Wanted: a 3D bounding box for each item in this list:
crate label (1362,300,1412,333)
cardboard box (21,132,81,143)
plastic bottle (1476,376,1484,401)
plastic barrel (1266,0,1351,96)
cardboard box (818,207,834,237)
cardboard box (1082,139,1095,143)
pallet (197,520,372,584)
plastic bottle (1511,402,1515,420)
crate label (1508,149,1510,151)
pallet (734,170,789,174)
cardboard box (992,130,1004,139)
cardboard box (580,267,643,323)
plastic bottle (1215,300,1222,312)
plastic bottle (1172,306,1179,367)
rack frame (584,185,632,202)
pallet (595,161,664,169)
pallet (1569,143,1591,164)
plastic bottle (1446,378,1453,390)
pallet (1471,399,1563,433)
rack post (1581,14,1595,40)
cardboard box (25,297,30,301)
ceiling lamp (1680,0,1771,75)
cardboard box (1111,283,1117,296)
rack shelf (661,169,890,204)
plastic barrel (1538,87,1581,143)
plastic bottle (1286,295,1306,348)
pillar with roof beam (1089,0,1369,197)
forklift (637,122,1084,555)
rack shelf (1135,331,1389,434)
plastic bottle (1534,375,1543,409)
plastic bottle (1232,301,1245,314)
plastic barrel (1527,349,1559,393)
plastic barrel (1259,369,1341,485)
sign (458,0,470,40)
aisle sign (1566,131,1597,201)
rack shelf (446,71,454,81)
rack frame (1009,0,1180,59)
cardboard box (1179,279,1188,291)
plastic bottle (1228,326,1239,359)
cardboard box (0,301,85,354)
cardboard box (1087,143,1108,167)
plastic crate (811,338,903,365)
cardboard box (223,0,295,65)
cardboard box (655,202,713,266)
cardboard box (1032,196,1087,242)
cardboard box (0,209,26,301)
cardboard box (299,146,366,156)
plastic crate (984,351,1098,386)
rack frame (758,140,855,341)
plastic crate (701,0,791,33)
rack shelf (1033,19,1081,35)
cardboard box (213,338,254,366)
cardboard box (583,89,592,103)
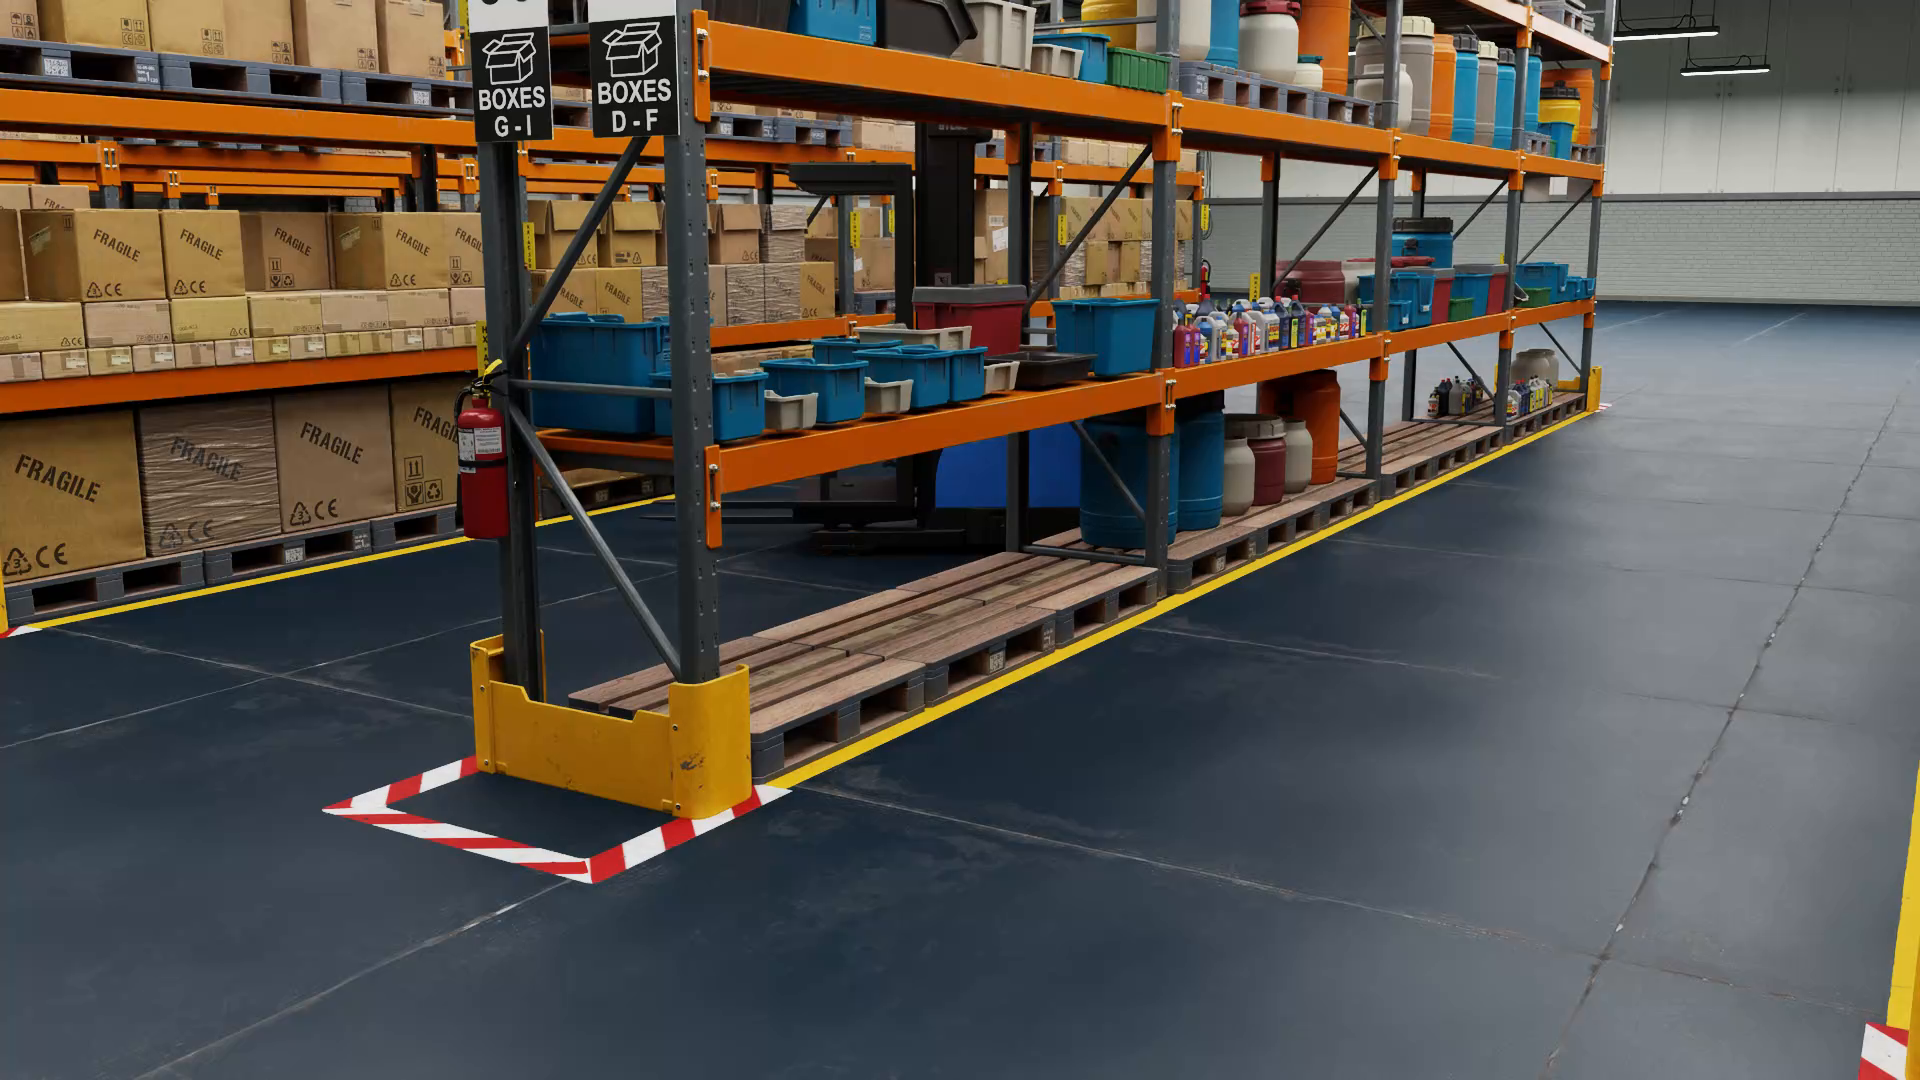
[{"bbox_3d":[3.349,-1.756,13.054,0.303,0.233,0.416,6,12,31],"label":"crate label"},{"bbox_3d":[-7.710,-3.440,13.847,0.500,0.250,0.500,7,13,32],"label":"cardboard box"},{"bbox_3d":[5.756,-1.686,18.443,0.097,0.271,0.097,0,11,0],"label":"plastic bottle"},{"bbox_3d":[2.513,-3.611,12.047,0.600,0.830,0.708,6,12,31],"label":"plastic barrel"},{"bbox_3d":[-2.295,-4.409,23.425,0.875,0.550,0.550,6,12,31],"label":"cardboard box"},{"bbox_3d":[1.326,-4.618,19.057,0.380,0.149,0.250,6,12,31],"label":"cardboard box"},{"bbox_3d":[-4.594,0.023,10.672,1.003,0.211,1.213,6,12,31],"label":"pallet"},{"bbox_3d":[5.480,-1.302,16.583,0.097,0.201,0.097,0,11,0],"label":"plastic bottle"},{"bbox_3d":[5.710,-4.205,17.931,0.502,0.251,0.408,6,12,31],"label":"crate label"},{"bbox_3d":[-2.465,-5.150,22.815,1.003,0.211,1.213,6,12,31],"label":"pallet"},{"bbox_3d":[0.251,-4.368,17.621,0.396,0.266,0.258,7,13,33],"label":"cardboard box"},{"bbox_3d":[-2.787,-1.829,12.716,0.500,0.500,0.500,6,12,31],"label":"cardboard box"},{"bbox_3d":[1.841,-1.588,12.017,0.061,0.283,0.133,6,12,31],"label":"plastic bottle"},{"bbox_3d":[1.214,-1.186,9.685,0.144,0.351,0.185,6,12,31],"label":"plastic bottle"},{"bbox_3d":[-5.739,-4.486,27.182,1.000,3.000,0.127,6,12,31],"label":"rack frame"},{"bbox_3d":[-3.967,-4.632,20.326,0.805,0.209,1.217,6,12,28],"label":"pallet"},{"bbox_3d":[6.451,-4.327,18.693,1.003,0.211,1.213,6,12,31],"label":"pallet"},{"bbox_3d":[5.075,-1.511,17.289,0.144,0.351,0.185,6,12,28],"label":"plastic bottle"},{"bbox_3d":[5.904,-1.361,18.065,1.003,0.211,1.213,6,12,31],"label":"pallet"},{"bbox_3d":[6.462,-5.663,18.521,0.937,0.300,0.954,8,13,37],"label":"rack post"},{"bbox_3d":[-5.288,-1.277,9.638,0.500,0.250,0.500,6,12,30],"label":"cardboard box"},{"bbox_3d":[18.863,-13.031,40.656,2.000,3.185,0.800,6,12,31],"label":"ceiling lamp"},{"bbox_3d":[1.650,-2.991,19.877,0.380,0.149,0.250,6,12,31],"label":"cardboard box"},{"bbox_3d":[-2.494,-4.836,22.850,1.077,0.370,4.000,6,12,31],"label":"rack shelf"},{"bbox_3d":[6.480,-4.648,18.242,0.600,0.588,0.600,0,11,0],"label":"plastic barrel"},{"bbox_3d":[2.253,-1.479,11.251,0.144,0.351,0.185,6,12,31],"label":"plastic bottle"},{"bbox_3d":[8.139,-12.192,52.040,9.100,9.000,0.548,6,12,31],"label":"pillar with roof beam"},{"bbox_3d":[-0.623,-1.438,11.086,3.031,2.935,1.130,0,11,-1],"label":"forklift"},{"bbox_3d":[1.772,-1.140,11.262,1.077,0.370,4.000,6,12,31],"label":"rack shelf"},{"bbox_3d":[6.076,-1.565,17.578,0.144,0.351,0.185,7,13,33],"label":"plastic bottle"},{"bbox_3d":[2.038,-1.614,12.186,0.097,0.271,0.097,0,11,0],"label":"plastic bottle"},{"bbox_3d":[6.687,-1.939,19.195,0.421,0.512,0.421,0,11,0],"label":"plastic barrel"},{"bbox_3d":[2.571,-0.869,12.618,0.600,0.830,0.708,6,12,31],"label":"plastic barrel"},{"bbox_3d":[-1.822,-2.023,6.156,0.100,0.325,0.005,6,12,31],"label":"sign"},{"bbox_3d":[7.255,-4.327,19.266,0.394,0.787,0.004,6,12,31],"label":"aisle sign"},{"bbox_3d":[-6.778,-6.765,25.016,1.077,0.370,4.000,6,12,31],"label":"rack shelf"},{"bbox_3d":[0.734,-4.128,8.964,1.000,3.000,0.127,6,12,31],"label":"rack frame"},{"bbox_3d":[2.759,-3.352,21.803,0.380,0.149,0.250,6,12,31],"label":"cardboard box"},{"bbox_3d":[1.674,-1.222,10.283,0.097,0.201,0.097,0,11,0],"label":"plastic bottle"},{"bbox_3d":[-5.096,-1.145,8.935,0.500,0.250,0.500,6,12,29],"label":"cardboard box"},{"bbox_3d":[1.377,-4.441,19.196,0.500,0.250,0.500,6,12,30],"label":"cardboard box"},{"bbox_3d":[-0.496,-0.845,8.022,0.416,0.233,0.300,6,12,31],"label":"plastic crate"},{"bbox_3d":[-4.530,-3.150,10.206,0.700,0.500,0.500,7,13,33],"label":"cardboard box"},{"bbox_3d":[-2.500,-2.502,13.584,0.797,0.503,0.637,7,13,33],"label":"cardboard box"},{"bbox_3d":[1.105,-3.644,18.884,0.500,0.500,0.500,6,12,31],"label":"cardboard box"},{"bbox_3d":[-5.548,-1.566,9.144,0.500,0.500,0.500,7,12,31],"label":"cardboard box"},{"bbox_3d":[-6.200,-4.023,16.281,0.500,0.500,0.500,6,12,31],"label":"cardboard box"},{"bbox_3d":[0.382,-0.872,8.458,0.437,0.125,0.590,6,12,31],"label":"plastic crate"},{"bbox_3d":[-1.423,-2.281,15.404,1.000,3.000,0.127,6,12,31],"label":"rack frame"},{"bbox_3d":[-0.905,-1.994,6.073,0.497,0.269,0.590,6,12,31],"label":"plastic crate"},{"bbox_3d":[1.692,-5.819,19.959,1.077,0.370,4.000,6,12,31],"label":"rack shelf"},{"bbox_3d":[-4.444,-1.127,9.917,0.380,0.149,0.250,6,12,30],"label":"cardboard box"},{"bbox_3d":[-2.853,-3.453,12.613,0.500,0.311,0.500,6,12,29],"label":"cardboard box"}]
